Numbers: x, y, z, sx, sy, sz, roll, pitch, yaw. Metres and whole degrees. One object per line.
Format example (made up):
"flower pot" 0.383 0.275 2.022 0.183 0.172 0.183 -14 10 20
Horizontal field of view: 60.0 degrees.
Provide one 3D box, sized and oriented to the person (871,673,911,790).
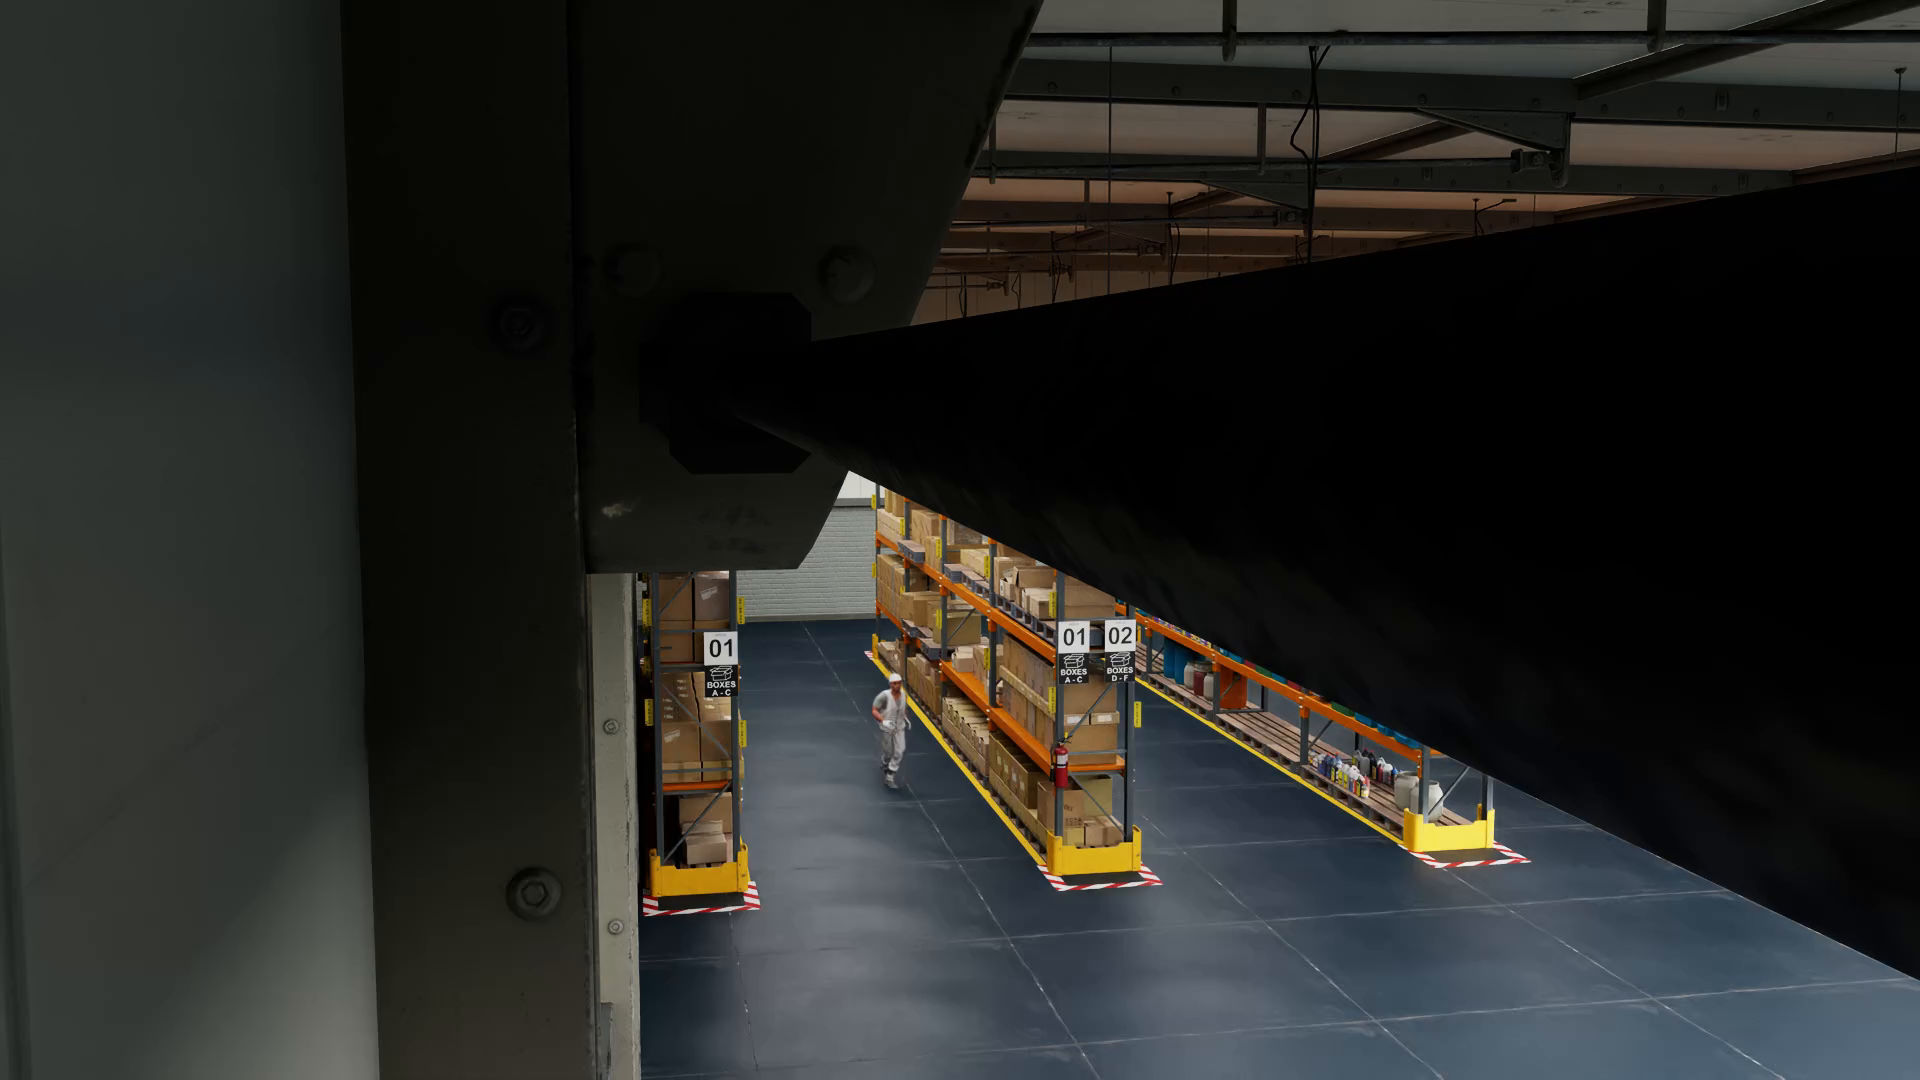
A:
"person" -1.075 2.825 25.279 0.651 1.661 0.719 -3 6 -25
